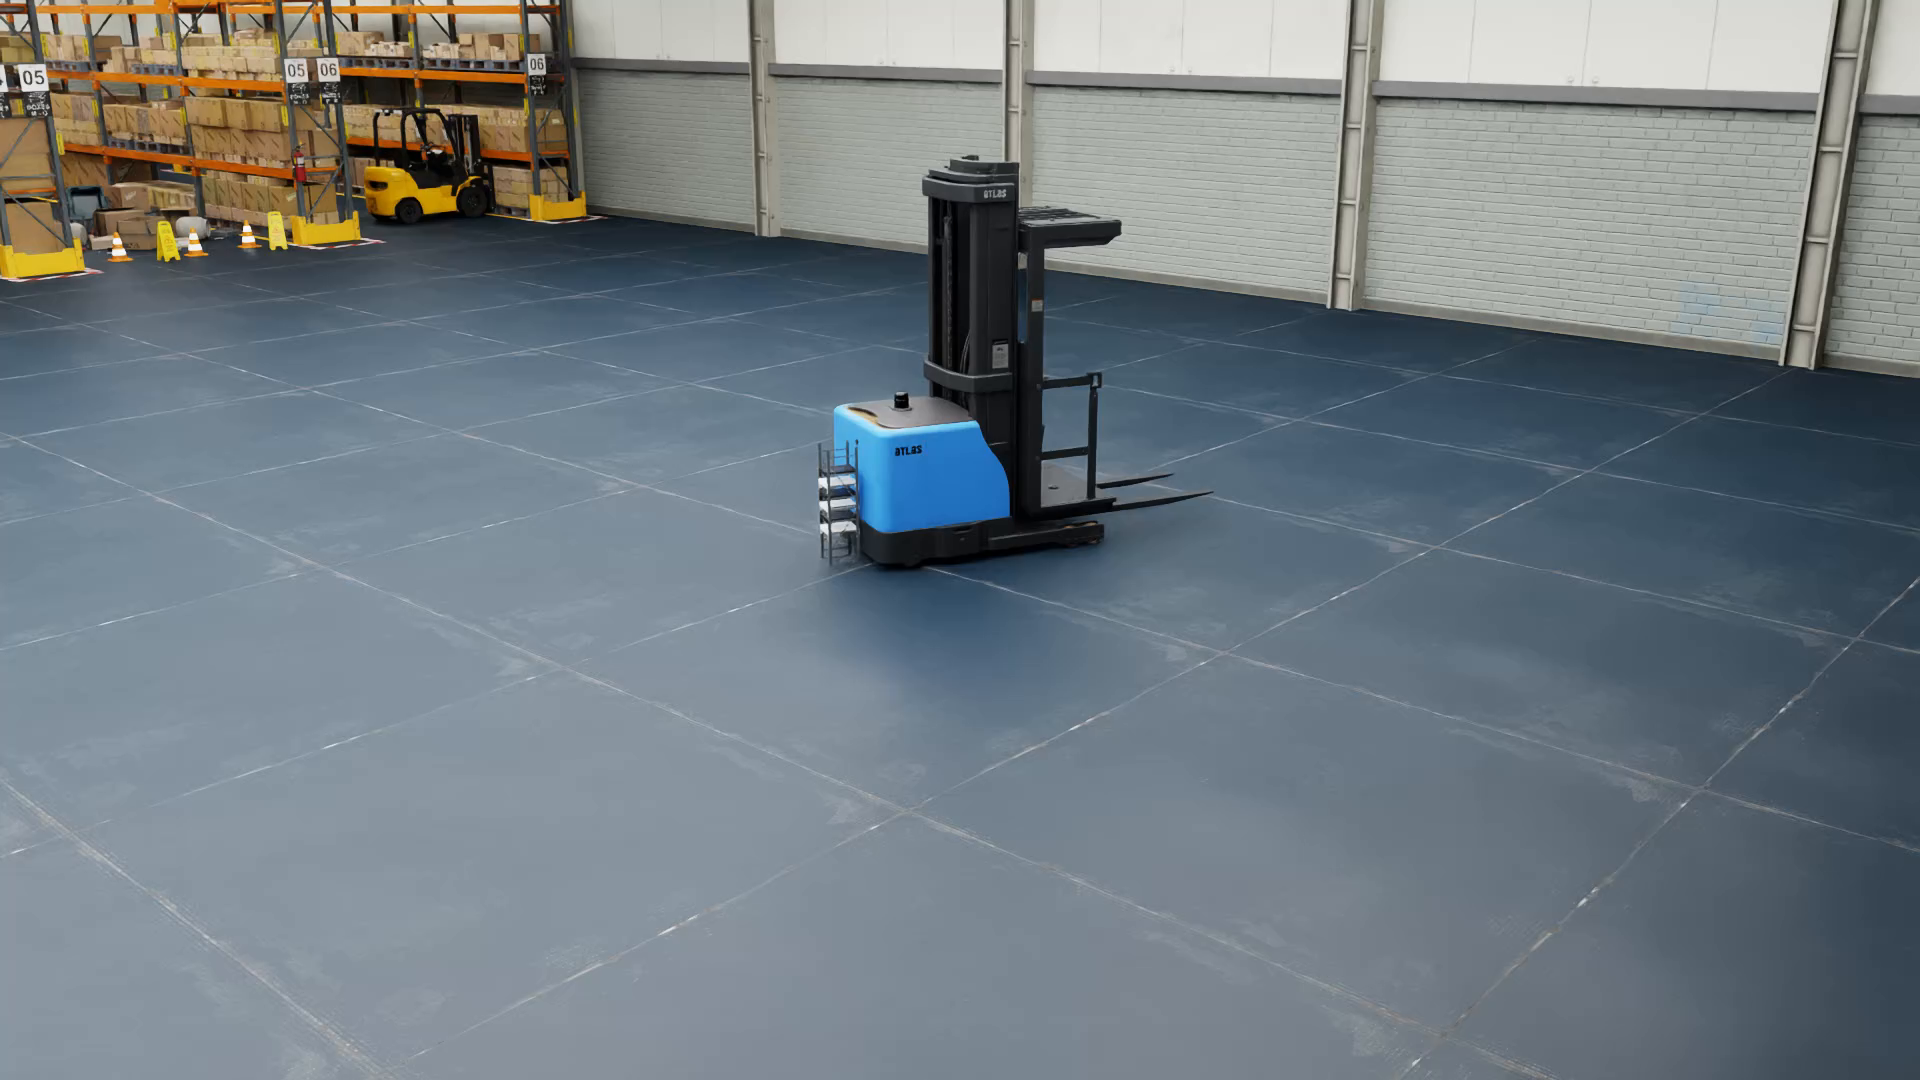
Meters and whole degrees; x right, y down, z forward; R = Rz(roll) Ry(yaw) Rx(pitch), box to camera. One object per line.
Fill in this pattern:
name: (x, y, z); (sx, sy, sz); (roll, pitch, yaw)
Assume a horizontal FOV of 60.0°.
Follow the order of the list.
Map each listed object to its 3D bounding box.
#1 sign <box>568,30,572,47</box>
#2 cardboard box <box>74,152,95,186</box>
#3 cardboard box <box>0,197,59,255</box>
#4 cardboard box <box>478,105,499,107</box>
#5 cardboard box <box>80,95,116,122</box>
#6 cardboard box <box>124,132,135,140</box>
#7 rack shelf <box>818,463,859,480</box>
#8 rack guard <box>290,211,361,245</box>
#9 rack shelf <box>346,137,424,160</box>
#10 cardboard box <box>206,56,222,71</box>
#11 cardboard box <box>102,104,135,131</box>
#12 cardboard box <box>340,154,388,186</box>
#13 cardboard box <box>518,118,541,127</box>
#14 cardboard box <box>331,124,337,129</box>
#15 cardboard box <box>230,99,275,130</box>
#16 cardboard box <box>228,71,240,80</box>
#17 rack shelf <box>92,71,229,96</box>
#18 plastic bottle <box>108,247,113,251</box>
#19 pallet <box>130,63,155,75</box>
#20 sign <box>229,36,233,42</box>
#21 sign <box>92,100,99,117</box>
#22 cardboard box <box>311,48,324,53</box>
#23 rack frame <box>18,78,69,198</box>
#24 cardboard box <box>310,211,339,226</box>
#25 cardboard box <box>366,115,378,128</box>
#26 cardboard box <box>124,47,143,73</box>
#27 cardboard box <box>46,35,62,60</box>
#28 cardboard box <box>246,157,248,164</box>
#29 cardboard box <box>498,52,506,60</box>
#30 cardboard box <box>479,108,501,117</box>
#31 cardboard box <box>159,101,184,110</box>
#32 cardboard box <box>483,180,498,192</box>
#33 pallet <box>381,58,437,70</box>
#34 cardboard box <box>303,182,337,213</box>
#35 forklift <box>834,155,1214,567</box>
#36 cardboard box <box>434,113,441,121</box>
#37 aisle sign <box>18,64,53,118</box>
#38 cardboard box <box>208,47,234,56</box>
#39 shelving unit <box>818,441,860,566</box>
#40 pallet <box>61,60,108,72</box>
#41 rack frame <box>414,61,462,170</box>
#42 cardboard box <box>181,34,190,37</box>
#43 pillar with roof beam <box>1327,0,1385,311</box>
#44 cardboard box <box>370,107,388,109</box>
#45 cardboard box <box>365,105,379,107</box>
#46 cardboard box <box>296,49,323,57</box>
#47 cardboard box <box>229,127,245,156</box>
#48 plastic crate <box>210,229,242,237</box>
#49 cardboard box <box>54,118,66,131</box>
sign: (-7.761, -9.968, 33.028); (0.005, 0.325, 0.100); (15, 23, 39)
cardboard box: (-18.535, -7.967, 36.076); (0.875, 0.875, 0.875); (15, 23, 40)
cardboard box: (-15.187, -5.004, 26.740); (0.875, 0.875, 0.875); (15, 23, 40)
cardboard box: (-9.909, -9.063, 34.981); (0.250, 0.149, 0.380); (15, 23, 38)
cardboard box: (-17.969, -9.011, 34.729); (0.500, 0.500, 0.500); (14, 23, 38)
cardboard box: (-16.734, -8.226, 33.793); (0.250, 0.149, 0.380); (15, 23, 40)
rack shelf: (-0.908, -0.500, 12.418); (0.258, 0.077, 0.200); (-7, 19, -21)
rack guard: (-11.482, -5.660, 30.119); (0.348, 0.500, 1.175); (15, 23, 39)
rack shelf: (-12.621, -8.822, 37.139); (4.000, 0.370, 1.077); (15, 23, 39)
cardboard box: (-13.512, -8.784, 30.628); (0.500, 0.250, 0.500); (15, 23, 40)
cardboard box: (-17.226, -8.689, 34.181); (0.500, 0.500, 0.500); (14, 22, 38)
cardboard box: (-13.660, -8.506, 38.187); (0.625, 0.625, 0.875); (16, 24, 41)
cardboard box: (-8.579, -8.323, 33.140); (0.250, 0.149, 0.380); (15, 23, 40)
cardboard box: (-13.947, -9.350, 37.863); (0.500, 0.250, 0.500); (15, 23, 39)
cardboard box: (-12.776, -7.738, 30.224); (0.500, 0.500, 0.700); (15, 23, 39)
cardboard box: (-13.056, -8.453, 30.243); (0.250, 0.149, 0.380); (15, 23, 39)
rack shelf: (-15.913, -9.128, 33.144); (4.000, 0.370, 1.077); (15, 23, 39)
plastic bottle: (-14.772, -5.085, 29.032); (0.283, 0.061, 0.133); (7, 19, 21)
pallet: (-15.586, -9.335, 32.919); (1.003, 0.211, 1.213); (15, 23, 39)
sign: (-17.463, -11.921, 39.902); (0.005, 0.325, 0.100); (15, 23, 39)
sign: (-17.775, -8.868, 34.181); (0.005, 0.325, 0.100); (15, 23, 39)
cardboard box: (-14.542, -11.131, 37.857); (0.250, 0.149, 0.380); (16, 23, 40)
rack frame: (-20.401, -9.245, 37.285); (0.127, 3.000, 1.000); (15, 23, 39)
cardboard box: (-11.845, -5.950, 30.753); (0.500, 0.250, 0.500); (15, 23, 39)
cardboard box: (-12.795, -9.282, 36.821); (0.500, 0.250, 0.500); (15, 23, 40)
cardboard box: (-16.249, -9.621, 33.340); (0.637, 0.503, 0.797); (15, 23, 39)
cardboard box: (-18.920, -10.408, 35.130); (0.500, 0.500, 0.500); (15, 23, 40)
cardboard box: (-12.978, -7.054, 30.796); (0.250, 0.149, 0.380); (15, 23, 39)
cardboard box: (-8.955, -9.615, 33.047); (0.250, 0.149, 0.380); (14, 22, 38)
cardboard box: (-9.562, -8.716, 33.888); (0.250, 0.149, 0.380); (16, 23, 40)
cardboard box: (-15.437, -8.515, 32.560); (0.250, 0.149, 0.380); (14, 22, 38)
cardboard box: (-9.473, -7.317, 34.232); (0.500, 0.250, 0.500); (14, 23, 38)
pallet: (-11.794, -10.276, 35.889); (1.217, 0.209, 0.805); (14, 22, 37)
cardboard box: (-11.863, -6.312, 30.654); (0.500, 0.500, 0.500); (14, 22, 37)
forklift: (0.569, -1.478, 12.923); (3.031, 2.935, 1.130); (-8, 19, -24)
cardboard box: (-10.867, -8.945, 35.099); (0.250, 0.149, 0.380); (16, 23, 41)
aisle sign: (-14.383, -6.988, 25.876); (0.004, 0.787, 0.394); (15, 23, 39)
cardboard box: (-13.595, -8.994, 30.632); (0.250, 0.149, 0.380); (14, 22, 37)
shelving unit: (-0.908, -0.275, 12.490); (0.258, 0.900, 0.210); (-7, 19, -21)
pallet: (-17.926, -9.899, 34.699); (1.003, 0.211, 1.213); (16, 24, 42)
rack frame: (-11.125, -8.763, 35.765); (0.127, 3.000, 1.000); (15, 23, 39)
cardboard box: (-19.183, -12.561, 41.702); (0.500, 0.250, 0.500); (15, 23, 38)
pillar with roof beam: (2.549, -6.575, 18.952); (0.400, 9.000, 9.100); (15, 23, 39)
cardboard box: (-12.843, -9.505, 36.866); (0.250, 0.149, 0.380); (15, 23, 39)
cardboard box: (-13.316, -9.810, 37.827); (0.250, 0.149, 0.380); (15, 23, 39)
cardboard box: (-11.556, -8.644, 29.527); (0.250, 0.149, 0.380); (15, 23, 39)
cardboard box: (-13.124, -7.381, 30.753); (0.500, 0.500, 0.500); (15, 23, 40)
plastic crate: (-13.787, -5.747, 31.087); (0.583, 0.080, 0.402); (7, 19, 21)
cardboard box: (-19.111, -8.953, 35.786); (0.500, 0.250, 0.500); (14, 22, 38)
